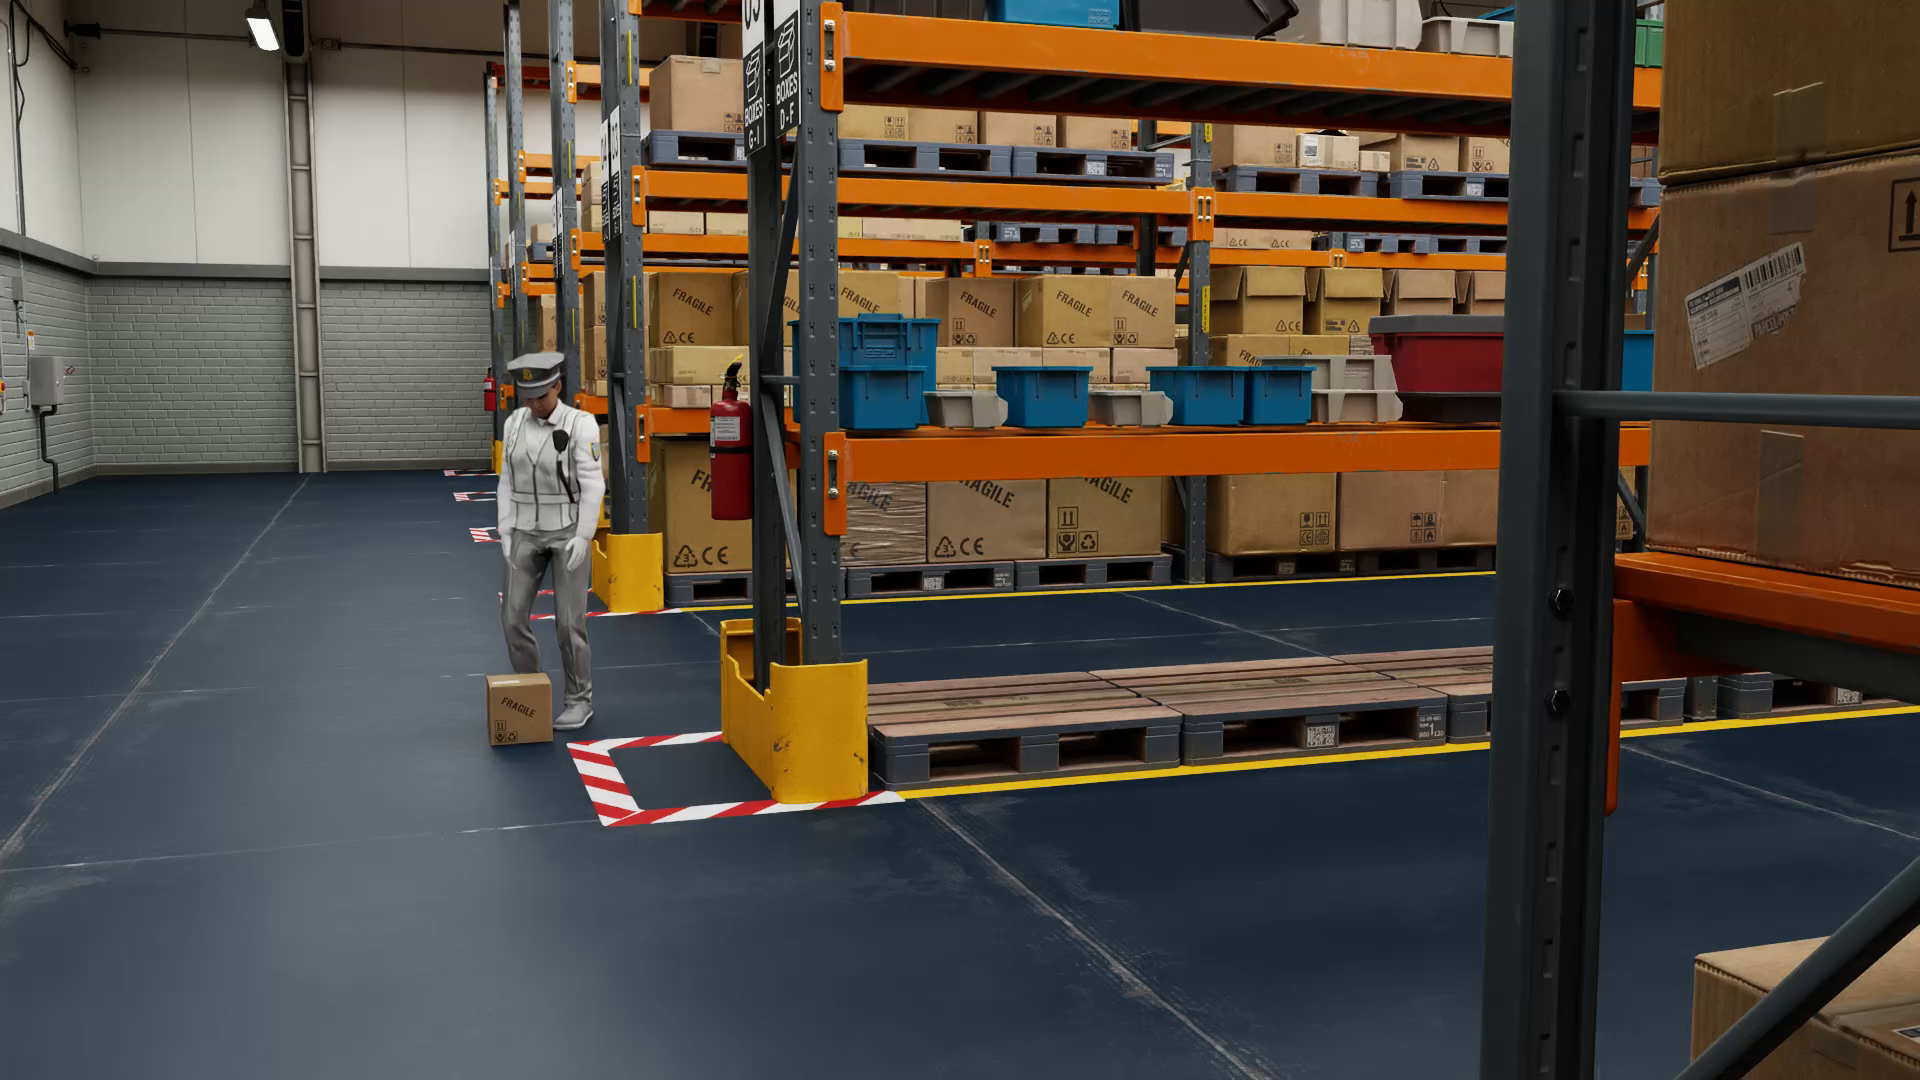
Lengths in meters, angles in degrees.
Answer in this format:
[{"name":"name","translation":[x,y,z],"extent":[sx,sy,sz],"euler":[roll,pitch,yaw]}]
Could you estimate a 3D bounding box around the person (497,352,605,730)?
[{"name":"person","translation":[-1.782,0.004,7.235],"extent":[0.496,1.635,0.428],"euler":[1,6,13]}]
